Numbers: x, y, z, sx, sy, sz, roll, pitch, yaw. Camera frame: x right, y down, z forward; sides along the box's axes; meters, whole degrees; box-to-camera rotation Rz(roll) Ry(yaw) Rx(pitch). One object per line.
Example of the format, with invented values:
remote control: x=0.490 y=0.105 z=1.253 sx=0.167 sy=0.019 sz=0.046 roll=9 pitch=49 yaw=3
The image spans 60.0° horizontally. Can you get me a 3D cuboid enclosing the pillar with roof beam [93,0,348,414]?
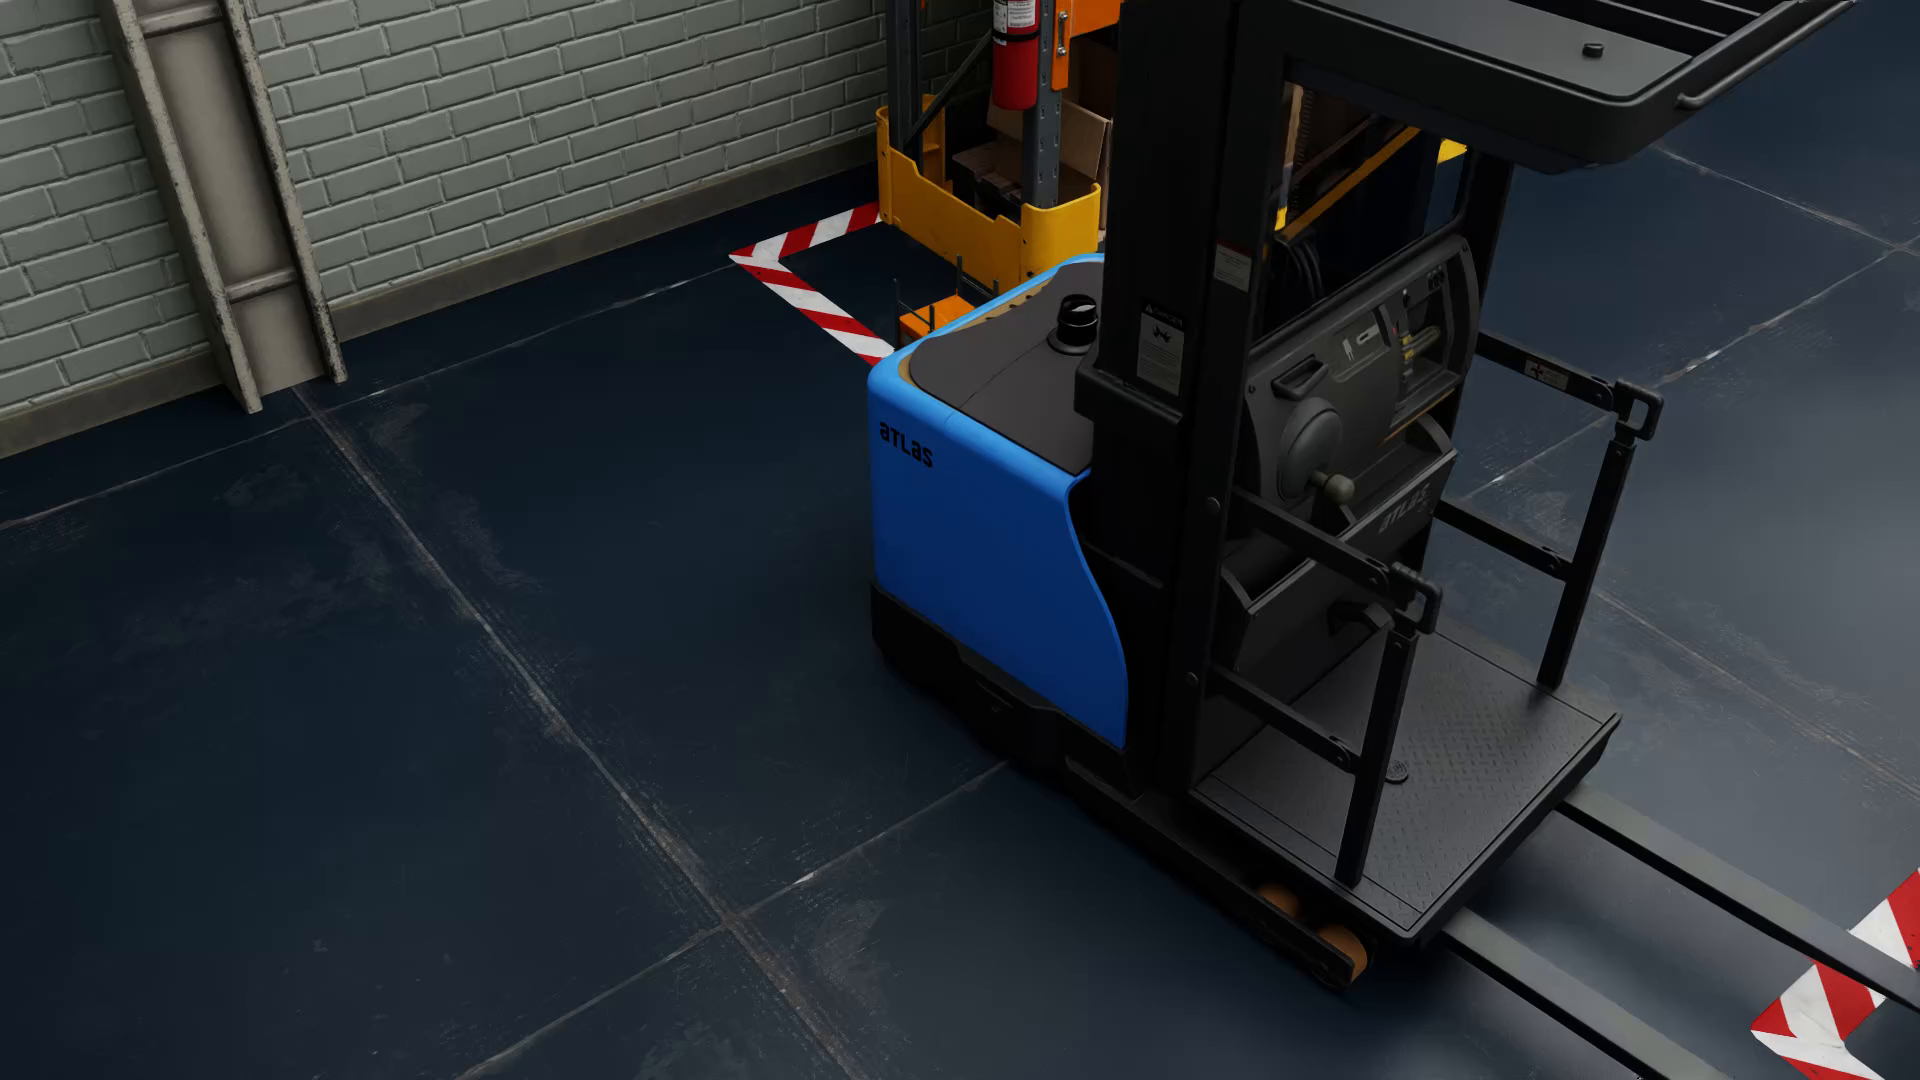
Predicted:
pillar with roof beam: x=-0.024 y=-1.947 z=1.028 sx=0.400 sy=9.000 sz=9.100 roll=-26 pitch=46 yaw=-28

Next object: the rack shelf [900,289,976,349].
rack shelf: x=-0.042 y=-0.596 z=5.219 sx=0.240 sy=0.259 sz=0.215 roll=-26 pitch=46 yaw=-28

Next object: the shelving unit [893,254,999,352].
shelving unit: x=-0.042 y=-0.385 z=5.392 sx=0.252 sy=1.050 sz=0.215 roll=-26 pitch=46 yaw=-28

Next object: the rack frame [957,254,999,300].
rack frame: x=0.054 y=-0.432 z=5.449 sx=0.008 sy=1.050 sz=0.200 roll=-26 pitch=46 yaw=-28

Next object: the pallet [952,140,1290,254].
pallet: x=0.732 y=-1.641 z=7.584 sx=1.213 sy=0.211 sz=1.003 roll=-26 pitch=46 yaw=-28

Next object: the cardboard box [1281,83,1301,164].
cardboard box: x=1.284 y=-2.076 z=7.556 sx=0.500 sy=0.500 sz=0.700 roll=-24 pitch=45 yaw=-26

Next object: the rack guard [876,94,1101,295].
rack guard: x=0.101 y=-1.444 z=7.116 sx=0.348 sy=0.500 sz=1.175 roll=-26 pitch=46 yaw=-28

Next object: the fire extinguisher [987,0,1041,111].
fire extinguisher: x=0.205 y=-1.918 z=6.077 sx=0.183 sy=0.674 sz=0.296 roll=-26 pitch=46 yaw=-28

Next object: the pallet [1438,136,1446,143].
pallet: x=1.699 y=-2.110 z=8.155 sx=1.213 sy=0.211 sz=1.003 roll=-26 pitch=46 yaw=-28

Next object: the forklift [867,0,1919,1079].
forklift: x=1.123 y=-0.347 z=3.862 sx=3.031 sy=2.935 sz=1.130 roll=32 pitch=49 yaw=33

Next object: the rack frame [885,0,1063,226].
rack frame: x=0.040 y=-2.381 z=6.287 sx=0.127 sy=3.000 sz=1.000 roll=-26 pitch=46 yaw=-28

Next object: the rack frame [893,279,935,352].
rack frame: x=-0.139 y=-0.338 z=5.334 sx=0.008 sy=1.050 sz=0.200 roll=-26 pitch=46 yaw=-28

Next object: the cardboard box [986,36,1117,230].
cardboard box: x=0.583 y=-1.767 z=7.176 sx=0.637 sy=0.503 sz=0.797 roll=-28 pitch=47 yaw=-30

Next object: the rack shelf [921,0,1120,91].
rack shelf: x=1.626 y=-2.876 z=7.458 sx=4.000 sy=0.370 sz=1.077 roll=-26 pitch=46 yaw=-28
